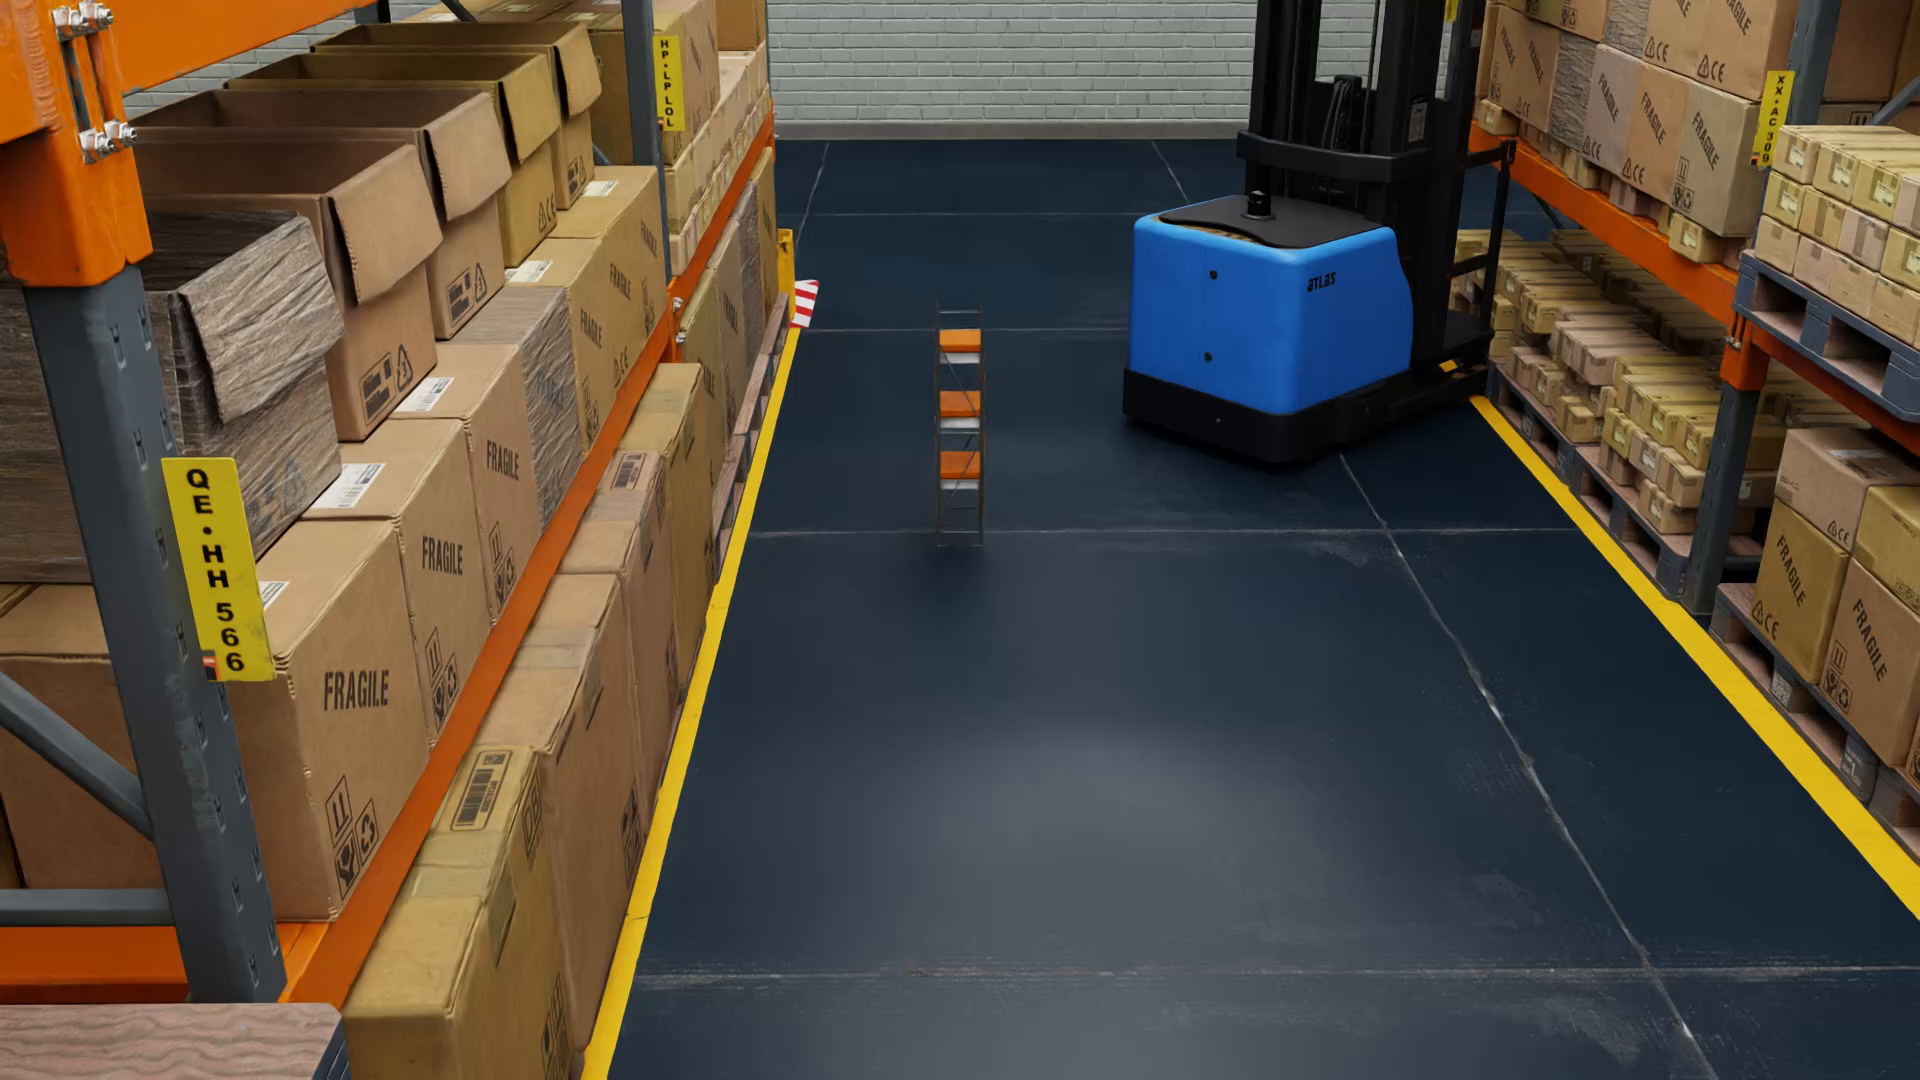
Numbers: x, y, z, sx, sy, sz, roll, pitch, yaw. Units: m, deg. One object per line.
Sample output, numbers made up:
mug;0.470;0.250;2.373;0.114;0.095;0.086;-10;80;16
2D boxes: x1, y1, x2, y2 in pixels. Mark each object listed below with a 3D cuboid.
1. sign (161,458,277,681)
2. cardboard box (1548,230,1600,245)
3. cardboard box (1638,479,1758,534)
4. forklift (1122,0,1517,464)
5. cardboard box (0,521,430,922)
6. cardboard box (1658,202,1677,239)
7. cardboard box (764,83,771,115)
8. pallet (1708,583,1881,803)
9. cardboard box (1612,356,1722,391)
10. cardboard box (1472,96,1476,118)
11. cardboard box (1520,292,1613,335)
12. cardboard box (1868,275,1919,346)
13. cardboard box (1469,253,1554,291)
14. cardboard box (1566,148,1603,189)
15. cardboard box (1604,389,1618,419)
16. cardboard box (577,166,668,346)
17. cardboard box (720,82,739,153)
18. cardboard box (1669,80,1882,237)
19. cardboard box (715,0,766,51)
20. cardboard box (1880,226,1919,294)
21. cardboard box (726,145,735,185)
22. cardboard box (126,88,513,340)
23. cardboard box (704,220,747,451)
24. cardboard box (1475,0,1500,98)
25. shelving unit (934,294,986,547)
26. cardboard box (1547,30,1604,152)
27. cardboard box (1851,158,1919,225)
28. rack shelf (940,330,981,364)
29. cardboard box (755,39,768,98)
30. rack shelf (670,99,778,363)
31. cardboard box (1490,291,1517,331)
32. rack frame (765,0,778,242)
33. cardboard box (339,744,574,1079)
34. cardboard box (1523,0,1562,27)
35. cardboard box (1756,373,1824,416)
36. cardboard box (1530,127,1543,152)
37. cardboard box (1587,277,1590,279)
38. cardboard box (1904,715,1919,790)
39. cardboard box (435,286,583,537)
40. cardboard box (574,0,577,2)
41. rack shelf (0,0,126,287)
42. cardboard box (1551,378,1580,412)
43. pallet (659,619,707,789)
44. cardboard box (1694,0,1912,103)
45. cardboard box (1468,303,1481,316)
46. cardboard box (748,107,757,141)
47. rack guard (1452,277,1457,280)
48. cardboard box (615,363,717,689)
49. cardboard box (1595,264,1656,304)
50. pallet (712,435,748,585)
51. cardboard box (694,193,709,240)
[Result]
sign;-0.984;0.044;2.205;0.100;0.325;0.005;0;24;-1
cardboard box;3.606;-1.682;9.557;0.380;0.149;0.250;0;24;0
cardboard box;3.046;-0.140;6.869;0.380;0.149;0.250;0;24;0
forklift;2.256;-2.201;8.559;3.031;2.935;1.130;-21;32;-38
cardboard box;-1.260;0.294;2.838;0.500;0.500;0.500;0;24;1
cardboard box;3.099;-1.306;6.802;0.380;0.149;0.250;1;24;2
cardboard box;-1.281;-2.495;9.432;0.380;0.149;0.250;0;24;0
pallet;3.401;0.504;5.880;1.003;0.211;1.213;0;24;-1
cardboard box;3.149;-0.711;7.411;0.380;0.149;0.250;1;24;1
cardboard box;3.023;-2.486;9.412;0.380;0.149;0.250;0;24;-1
cardboard box;3.047;-1.140;8.358;0.380;0.149;0.250;0;24;0
cardboard box;2.944;-0.679;4.907;0.380;0.149;0.250;0;24;0
cardboard box;3.011;-1.464;9.076;0.380;0.149;0.250;0;24;-1
cardboard box;3.065;-1.734;7.748;0.380;0.149;0.250;0;24;0
cardboard box;3.129;-0.569;7.458;0.380;0.149;0.250;0;24;0
cardboard box;-1.292;-0.961;5.613;0.500;0.500;0.500;0;24;0
cardboard box;-1.322;-1.990;7.832;0.500;0.250;0.500;0;24;0
cardboard box;3.103;-1.467;6.371;0.500;0.500;0.500;0;24;0
cardboard box;-1.346;-2.964;9.075;0.500;0.500;0.500;0;24;0
cardboard box;2.947;-0.815;4.847;0.380;0.149;0.250;-1;24;-3
cardboard box;-1.259;-1.758;7.802;0.380;0.149;0.250;-1;24;-2
cardboard box;-1.536;-0.807;4.057;0.797;0.503;0.637;1;24;1
cardboard box;-1.507;-0.973;7.831;0.875;0.875;0.875;0;24;-1
cardboard box;3.076;-2.731;9.165;0.500;0.500;0.500;1;24;2
shelving unit;-0.001;-0.500;7.082;0.215;1.050;0.252;0;24;-1
cardboard box;3.111;-2.098;7.767;0.500;0.500;0.500;-1;24;-2
cardboard box;2.944;-1.051;5.006;0.380;0.149;0.250;0;24;0
rack shelf;-0.001;-0.812;6.942;0.184;0.087;0.229;0;24;-1
cardboard box;-1.343;-2.624;9.232;0.500;0.250;0.500;-1;24;-1
rack shelf;-1.592;-1.603;8.028;1.077;0.370;4.000;0;24;-1
cardboard box;3.028;-1.227;8.912;0.380;0.149;0.250;0;24;1
rack frame;-1.614;-2.755;9.702;1.000;3.000;0.127;0;24;-1
cardboard box;-1.513;1.034;3.393;1.225;0.875;0.875;-1;24;-3
cardboard box;3.082;-2.764;8.025;0.500;0.500;0.500;-1;24;-2
cardboard box;3.598;-0.612;7.190;0.380;0.149;0.250;-1;24;-1
cardboard box;3.135;-2.052;8.453;0.380;0.149;0.250;0;24;-1
cardboard box;3.587;-1.440;9.382;0.380;0.149;0.250;-1;24;-2
cardboard box;3.160;0.600;4.808;0.500;0.500;0.500;0;24;0
cardboard box;-1.280;-0.335;4.230;0.500;0.500;0.500;0;24;0
cardboard box;-1.861;-2.546;8.149;0.500;0.500;0.500;-1;24;-2
rack shelf;-1.505;0.327;0.121;1.077;0.370;4.000;0;24;-1
cardboard box;3.099;-0.674;8.051;0.380;0.149;0.250;0;24;0
pallet;-1.486;0.481;5.930;1.003;0.211;1.213;0;24;-1
cardboard box;3.115;-1.917;6.152;0.500;0.500;0.500;-1;24;-2
cardboard box;3.117;-1.303;9.442;0.380;0.149;0.250;0;24;-1
cardboard box;-1.273;-2.182;8.738;0.380;0.149;0.250;0;24;0
rack guard;3.348;-1.566;10.105;1.175;0.500;0.348;0;24;-1
cardboard box;-1.543;-0.066;5.826;1.225;0.875;0.875;0;24;0
cardboard box;3.621;-1.365;8.857;0.380;0.149;0.250;-1;24;-3
pallet;-1.500;-0.150;7.326;1.003;0.211;1.213;0;24;-1
cardboard box;-1.247;-1.333;6.861;0.380;0.149;0.250;1;24;1
